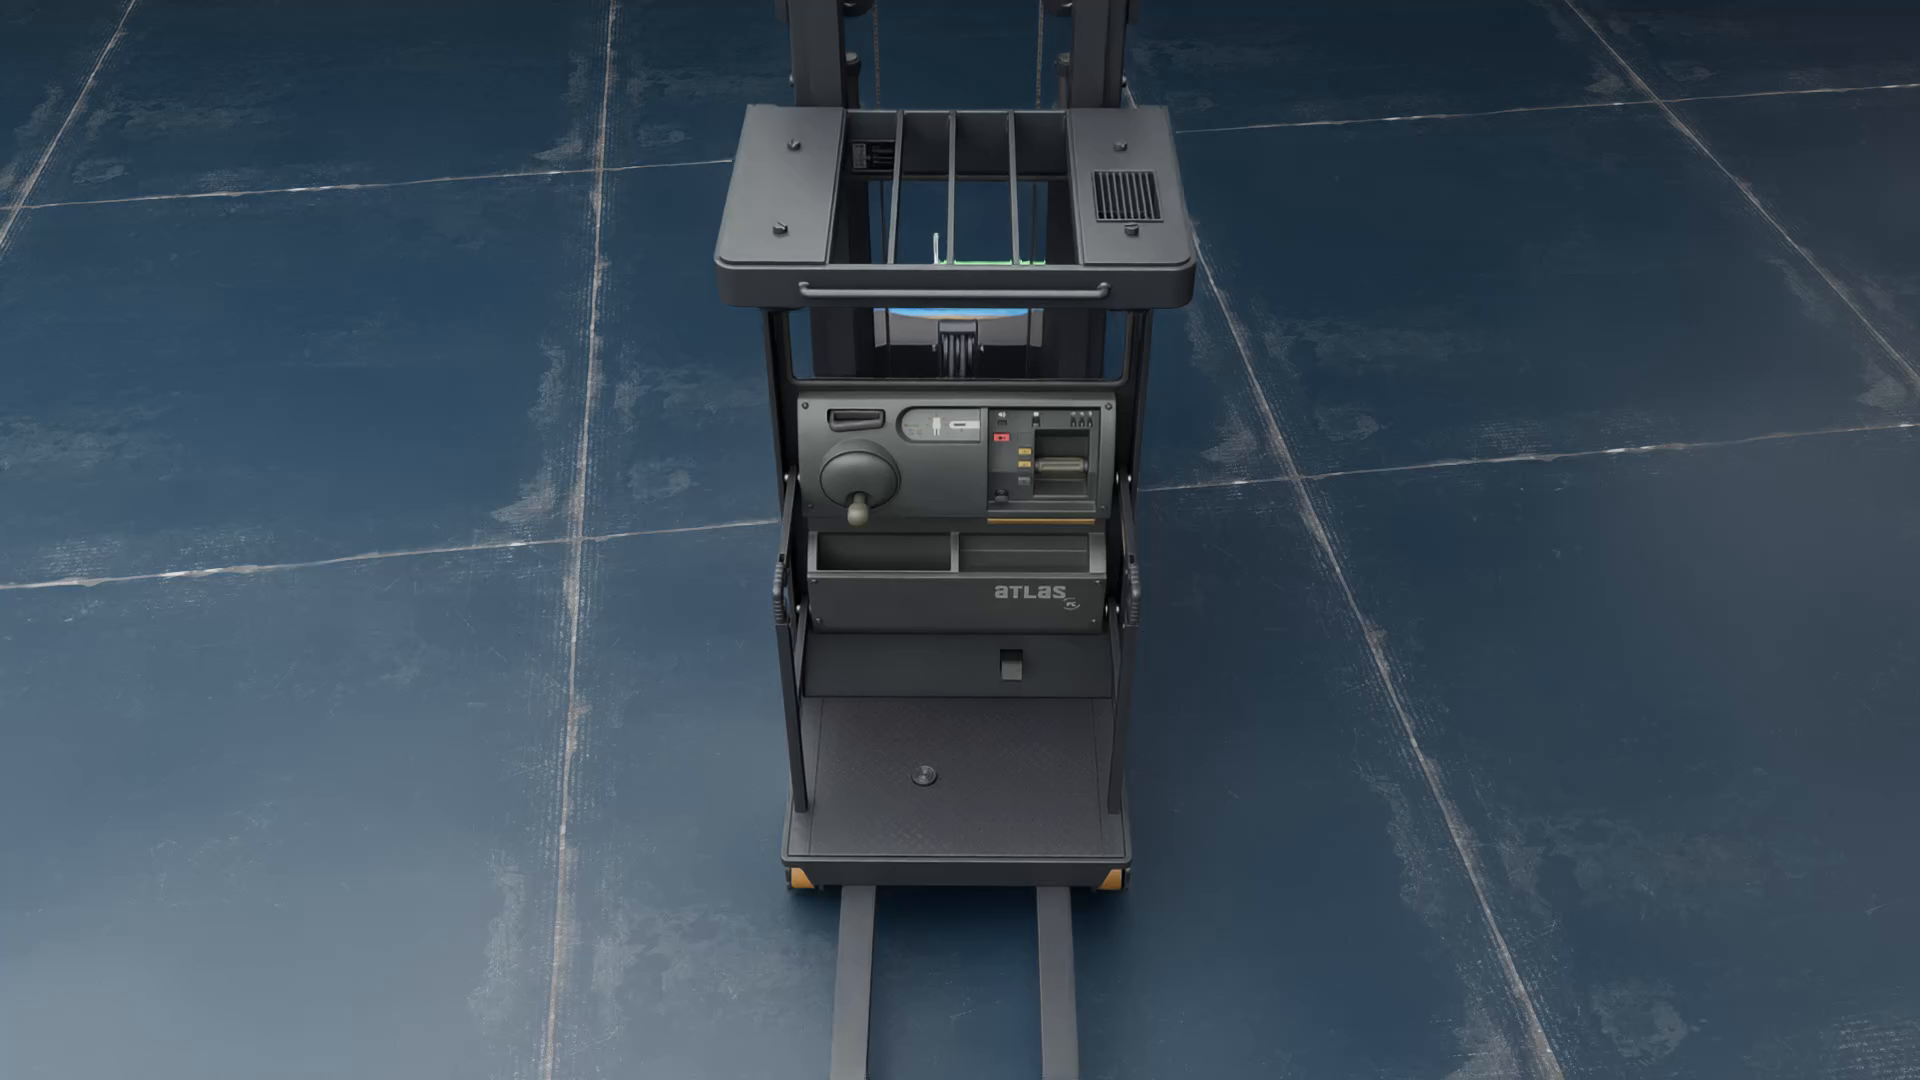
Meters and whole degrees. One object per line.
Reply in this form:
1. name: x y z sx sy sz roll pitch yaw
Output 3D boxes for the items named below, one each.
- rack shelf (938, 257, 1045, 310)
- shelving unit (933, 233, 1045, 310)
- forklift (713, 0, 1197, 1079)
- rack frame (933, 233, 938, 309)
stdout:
1. rack shelf: 0.154 -0.934 6.268 0.480 0.148 0.258 0 42 0
2. shelving unit: 0.154 -0.624 6.545 0.503 1.200 0.258 0 42 0
3. forklift: -0.008 -0.153 4.731 1.130 2.935 3.031 0 42 0
4. rack frame: -0.090 -0.625 6.546 0.015 1.200 0.240 0 42 0
